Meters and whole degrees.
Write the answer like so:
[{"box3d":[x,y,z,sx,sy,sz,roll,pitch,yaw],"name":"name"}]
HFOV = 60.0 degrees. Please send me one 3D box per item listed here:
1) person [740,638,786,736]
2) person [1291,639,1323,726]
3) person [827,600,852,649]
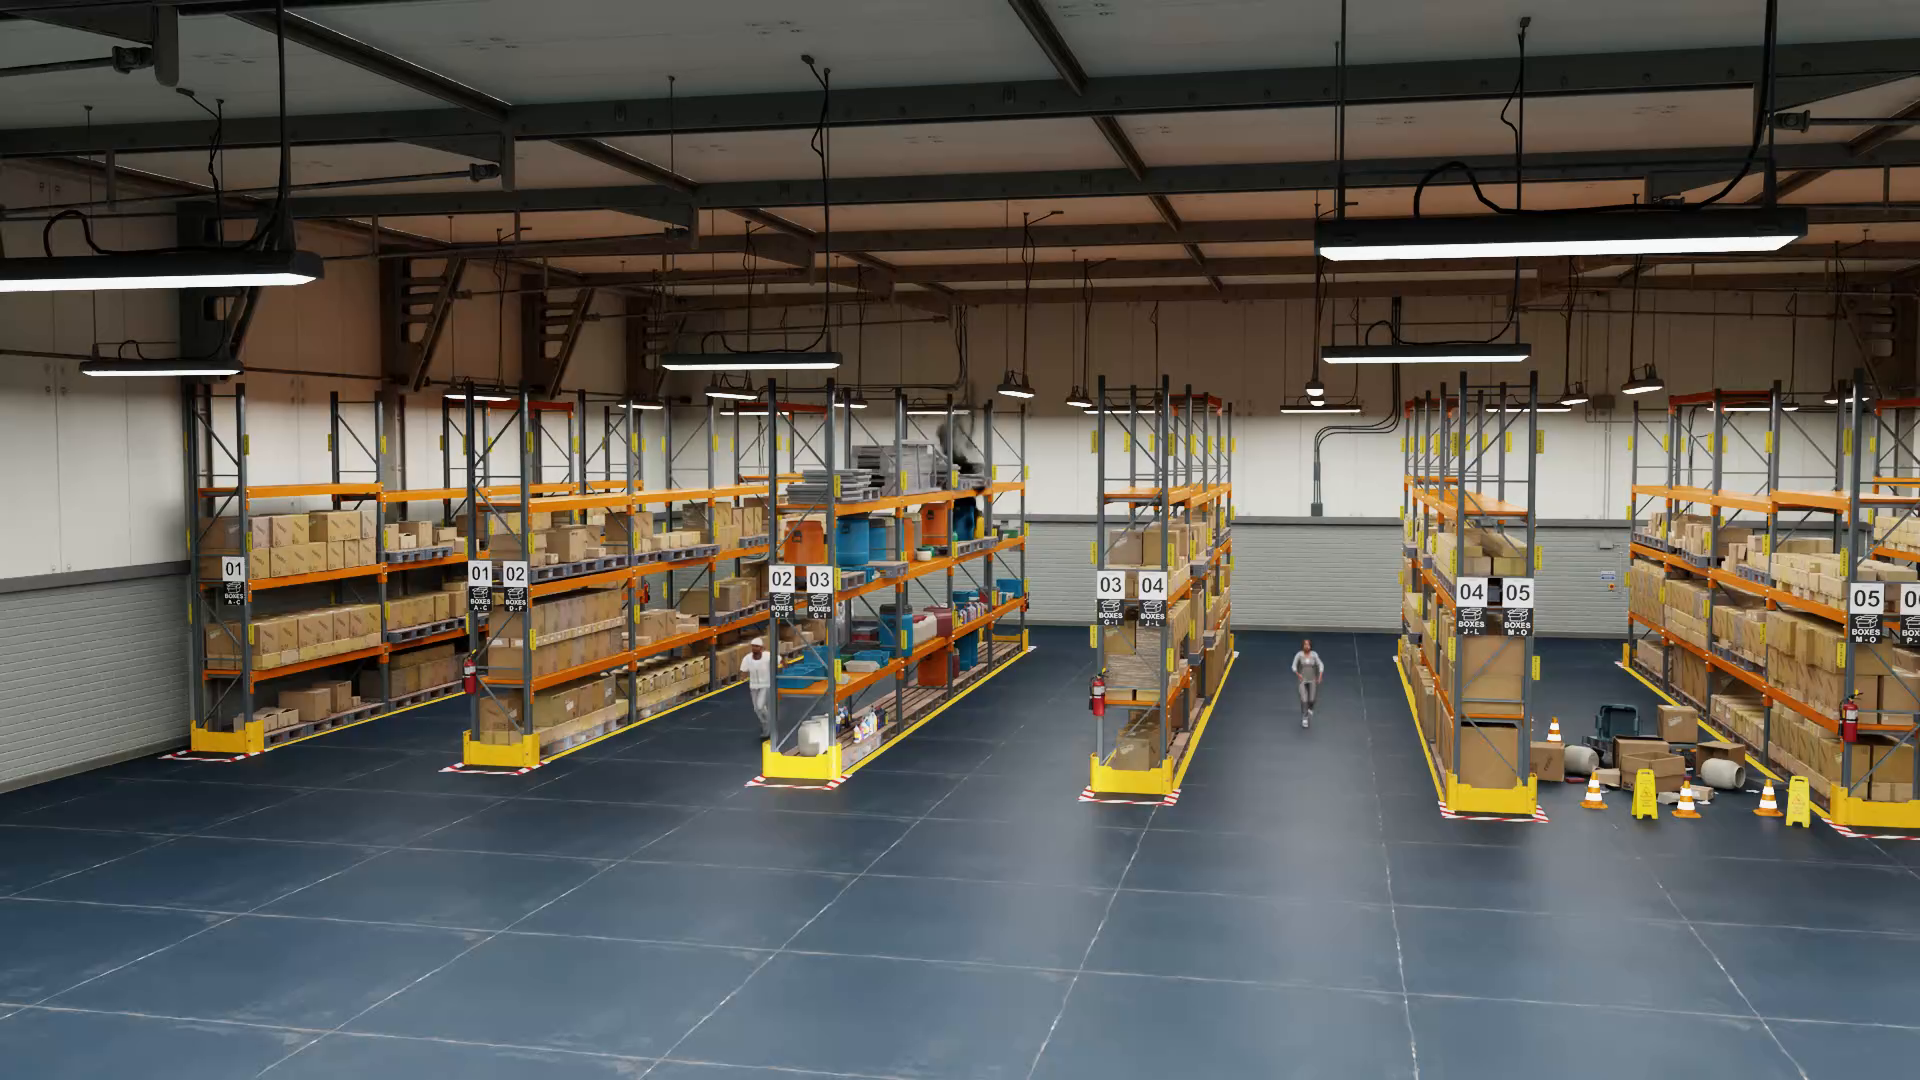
[{"box3d":[-3.385,2.511,28.287,0.743,1.707,0.715,1,3,16],"name":"person"},{"box3d":[6.191,2.538,29.634,0.574,1.564,0.565,0,3,6],"name":"person"},{"box3d":[-2.582,1.829,35.345,0.610,1.729,0.770,1,3,14],"name":"person"}]
